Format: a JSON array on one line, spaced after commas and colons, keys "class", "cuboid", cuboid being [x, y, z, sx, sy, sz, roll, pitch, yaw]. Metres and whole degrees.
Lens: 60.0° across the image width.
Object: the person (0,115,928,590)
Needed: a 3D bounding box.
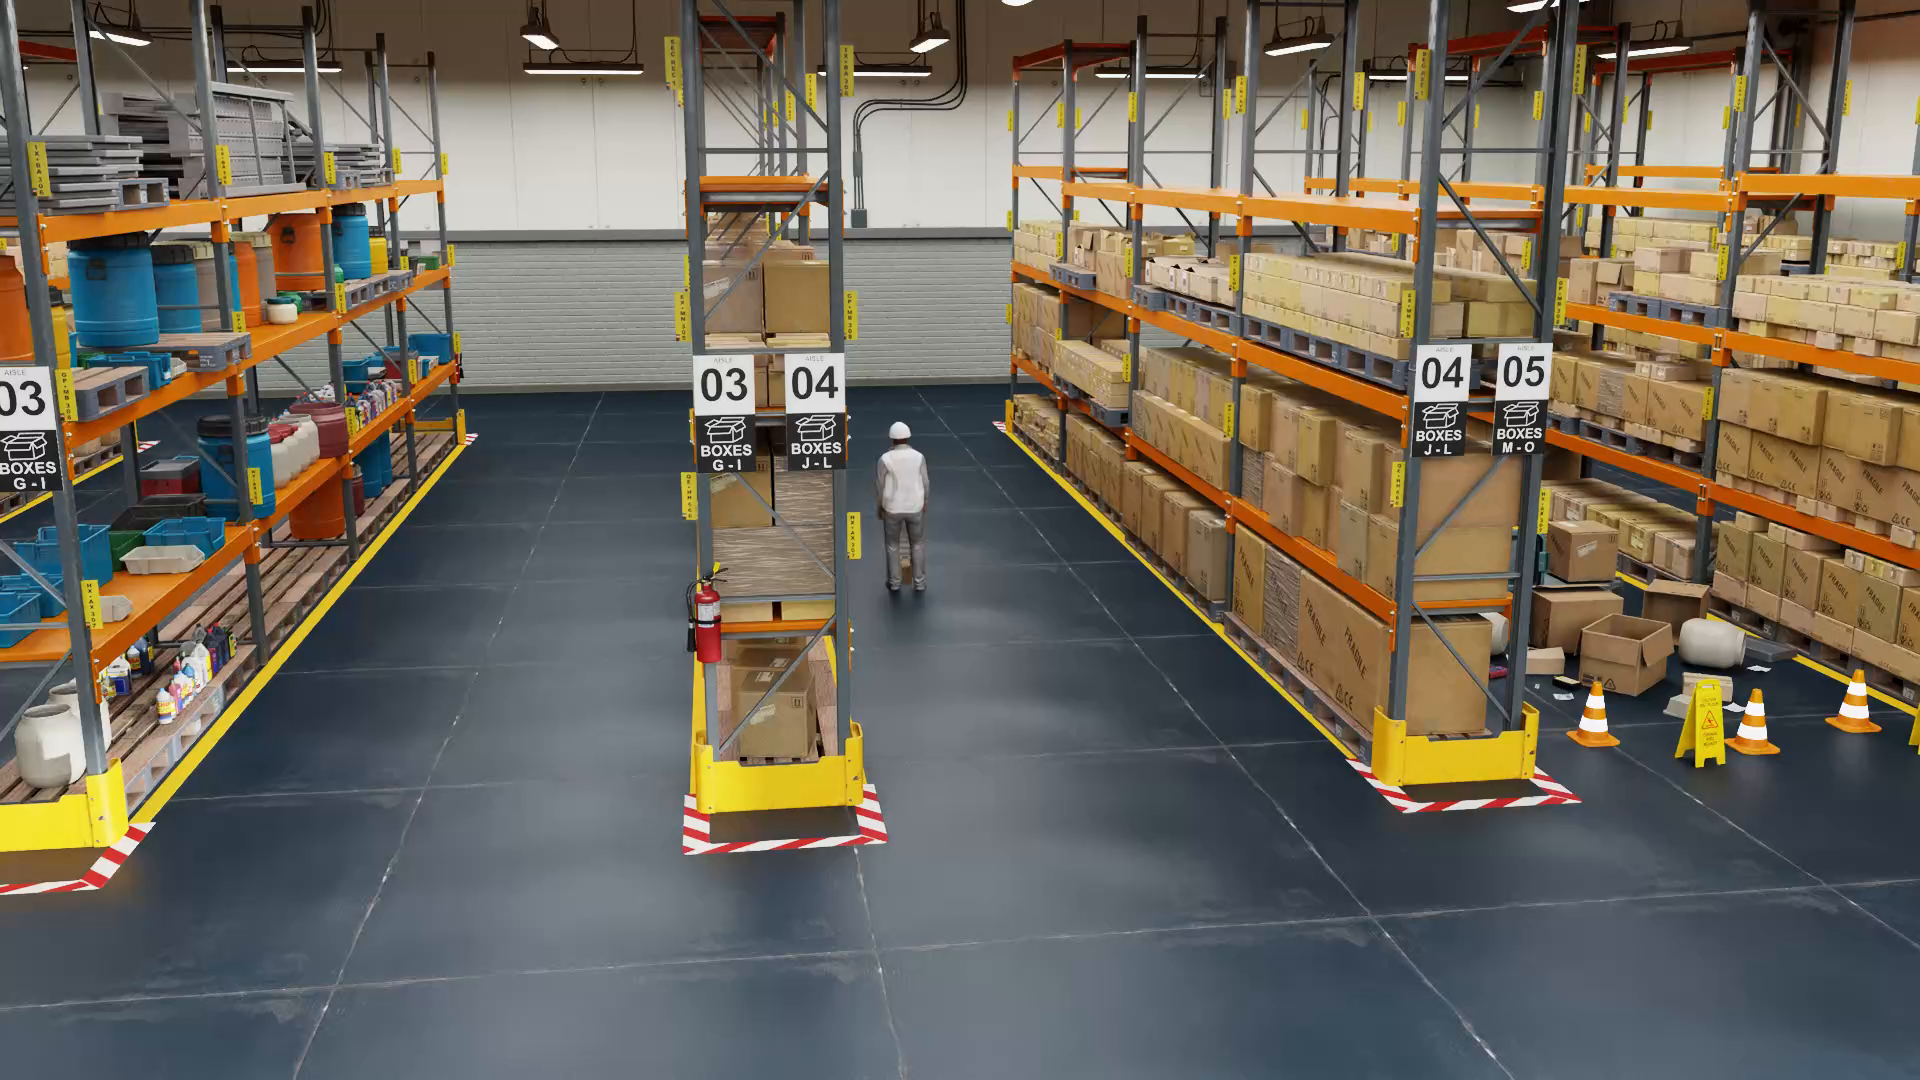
[{"class": "person", "cuboid": [-4.004, -2.189, 16.429, 7.450, 5.808, 11.427, -2, 13, -10]}]
